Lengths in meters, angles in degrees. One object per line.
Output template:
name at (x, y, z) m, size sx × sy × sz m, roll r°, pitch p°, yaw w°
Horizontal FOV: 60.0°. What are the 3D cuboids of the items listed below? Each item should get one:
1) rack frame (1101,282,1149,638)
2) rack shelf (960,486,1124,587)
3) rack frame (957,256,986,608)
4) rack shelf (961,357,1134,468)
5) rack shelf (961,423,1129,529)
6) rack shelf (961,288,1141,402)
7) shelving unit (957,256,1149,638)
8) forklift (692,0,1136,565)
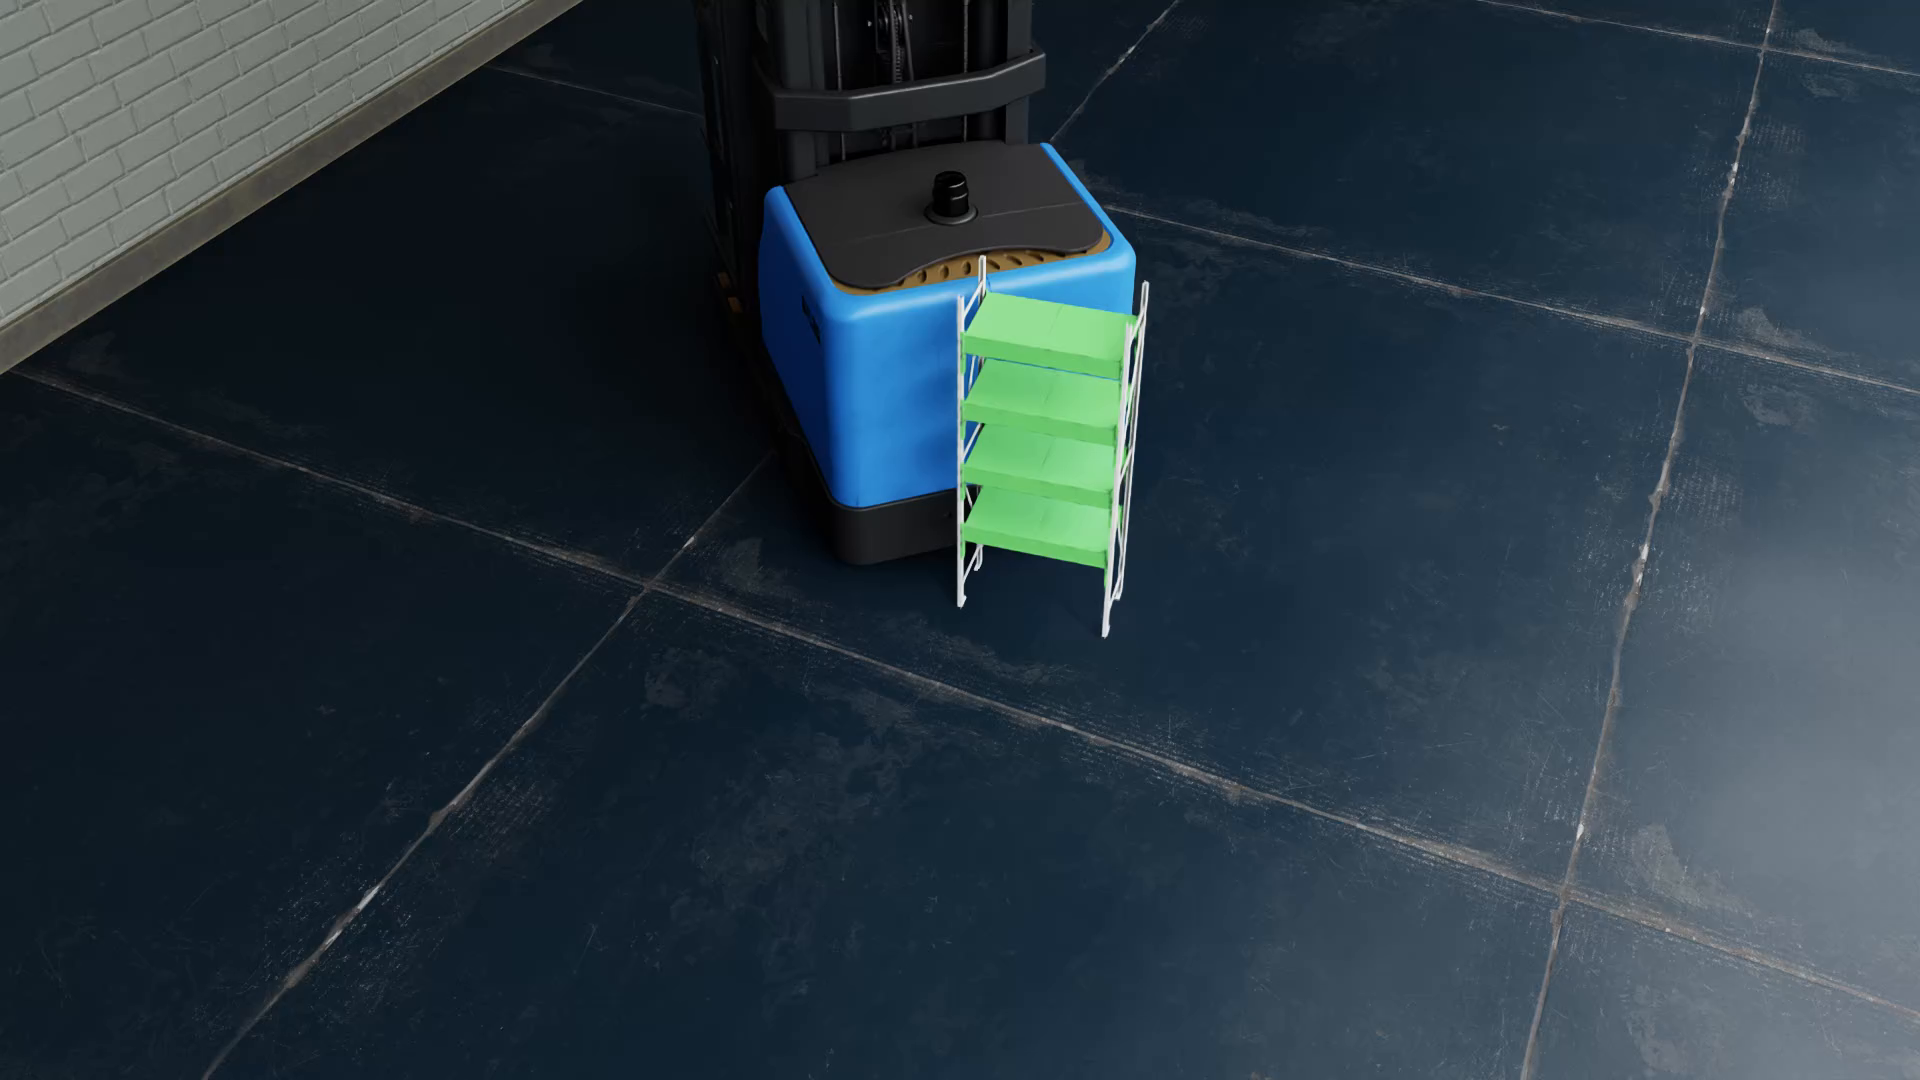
rack frame at (0.500, -0.212, 5.079) m, size 0.015 × 1.200 × 0.240 m, roll 11°, pitch 42°, yaw 13°
rack shelf at (0.267, -0.029, 5.332) m, size 0.480 × 0.148 × 0.258 m, roll 11°, pitch 42°, yaw 13°
rack frame at (0.034, -0.305, 5.186) m, size 0.015 × 1.200 × 0.240 m, roll 11°, pitch 42°, yaw 13°
rack shelf at (0.267, -0.392, 5.017) m, size 0.480 × 0.148 × 0.258 m, roll 11°, pitch 42°, yaw 13°
rack shelf at (0.267, -0.210, 5.174) m, size 0.480 × 0.148 × 0.258 m, roll 11°, pitch 42°, yaw 13°
rack shelf at (0.267, -0.573, 4.860) m, size 0.480 × 0.148 × 0.258 m, roll 11°, pitch 42°, yaw 13°
shelving unit at (0.267, -0.259, 5.132) m, size 0.503 × 1.200 × 0.258 m, roll 11°, pitch 42°, yaw 13°
forklift at (-0.387, -1.999, 5.818) m, size 1.130 × 2.935 × 3.031 m, roll -12°, pitch 42°, yaw -14°
